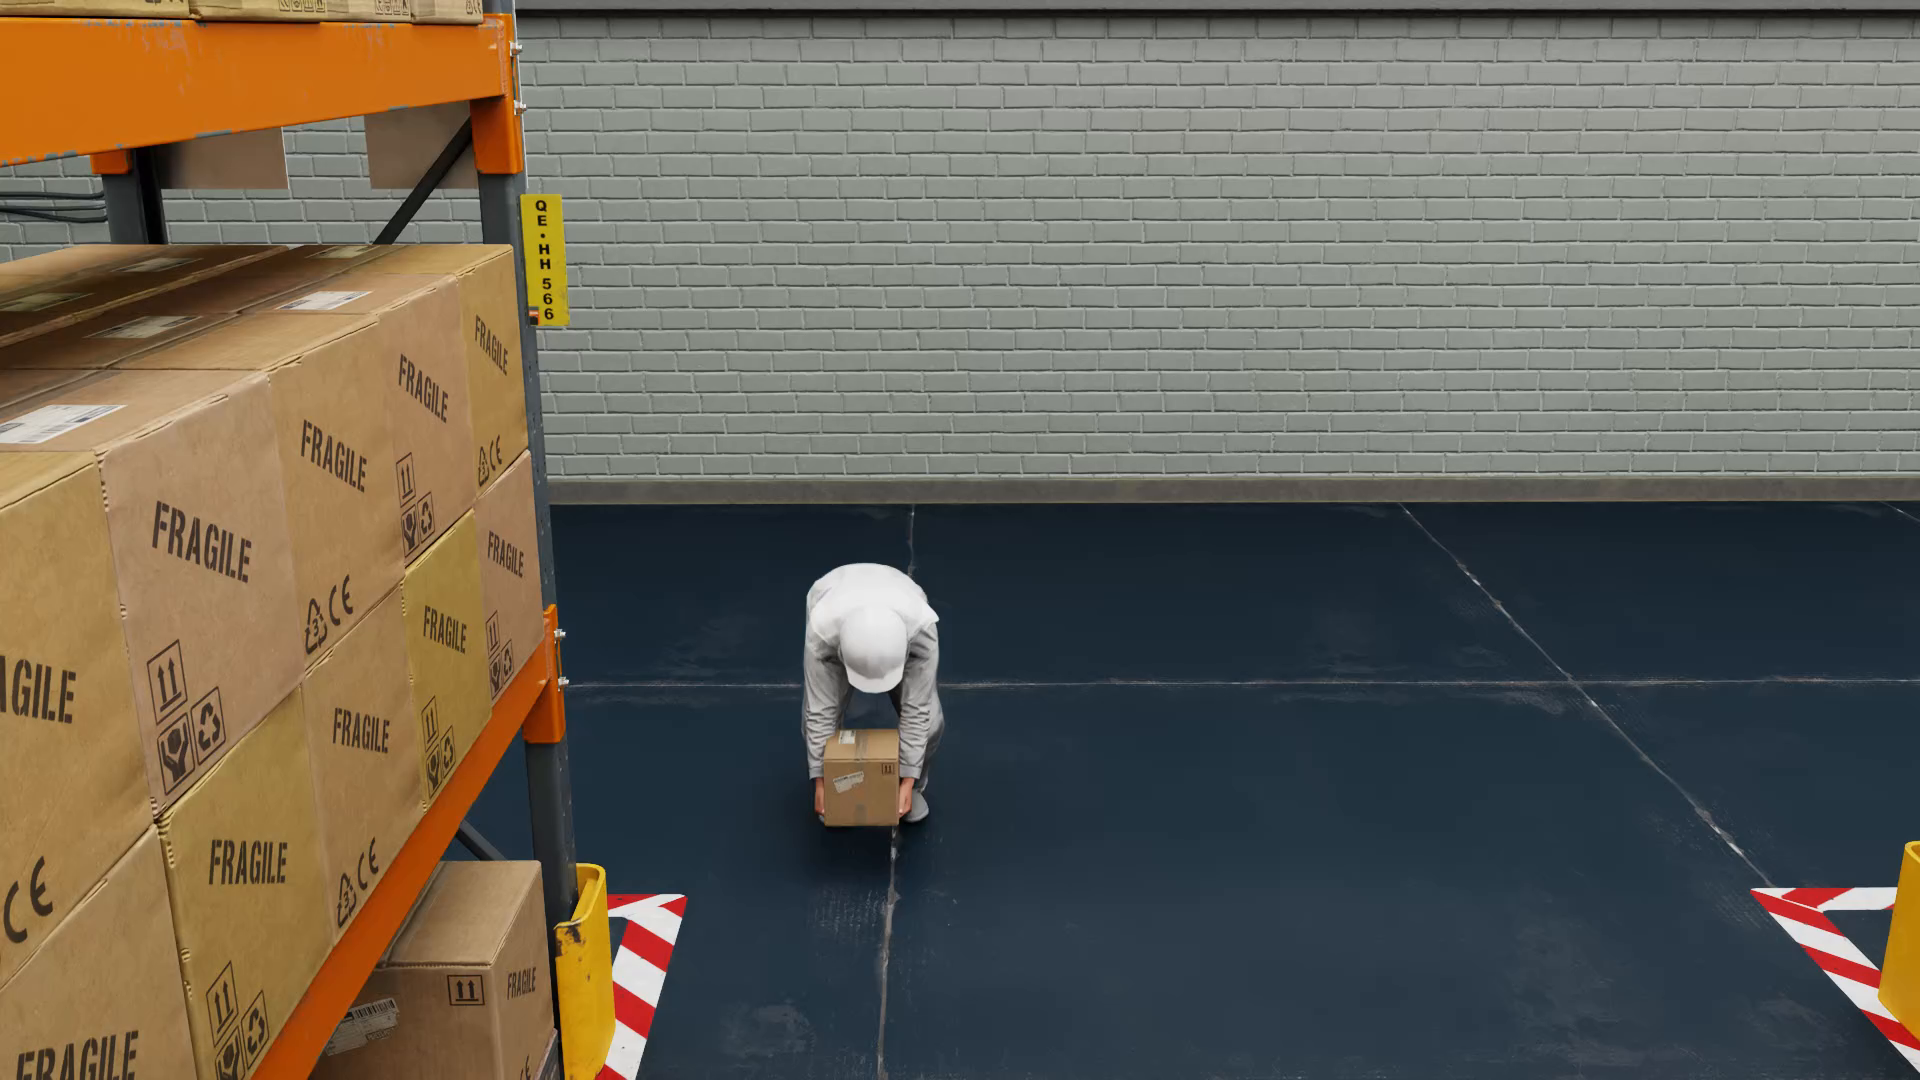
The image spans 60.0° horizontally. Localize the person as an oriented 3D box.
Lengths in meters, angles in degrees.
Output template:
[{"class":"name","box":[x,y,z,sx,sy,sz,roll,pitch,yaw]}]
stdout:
[{"class":"person","box":[-0.311,0.583,5.923,0.513,0.996,0.987,-1,17,-3]}]
